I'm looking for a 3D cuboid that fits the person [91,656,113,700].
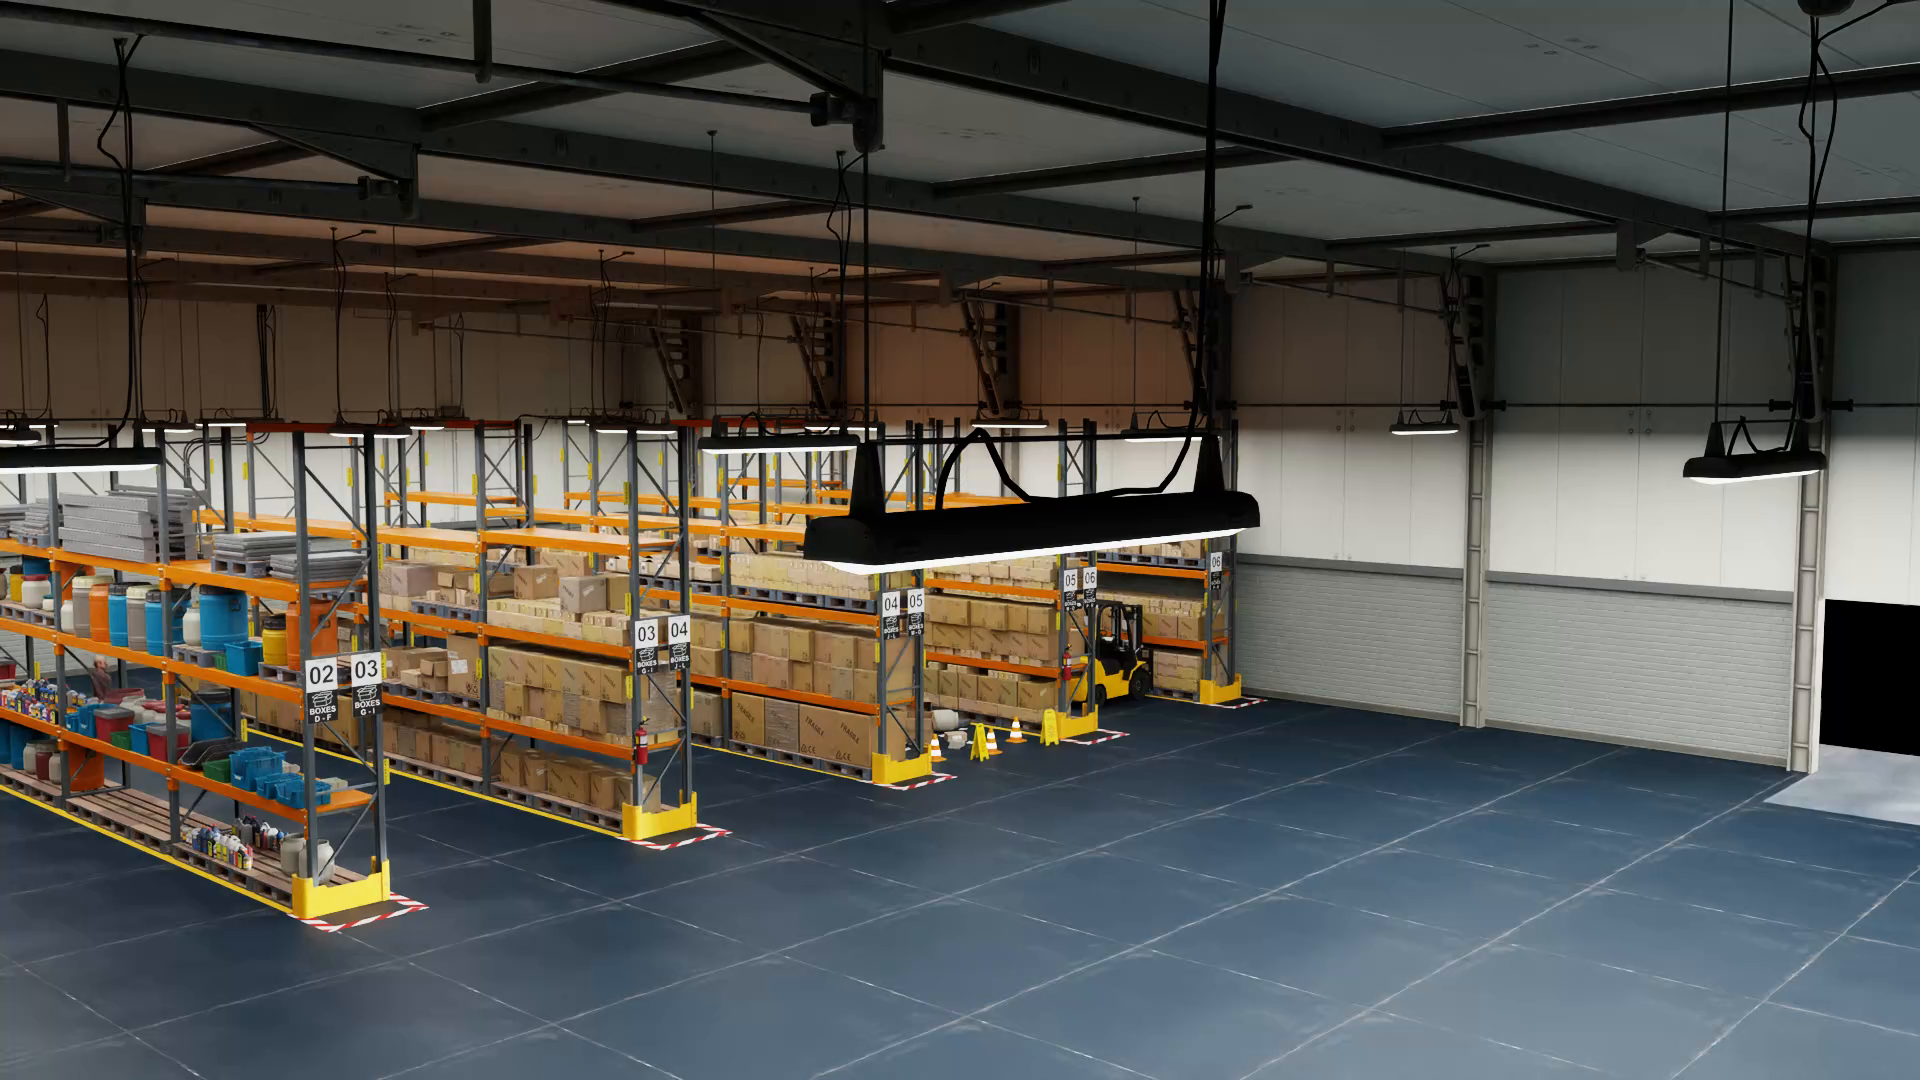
[{"bbox_3d":[-15.490,2.970,30.184,1.059,1.728,0.568,1,5,17],"label":"person"}]
